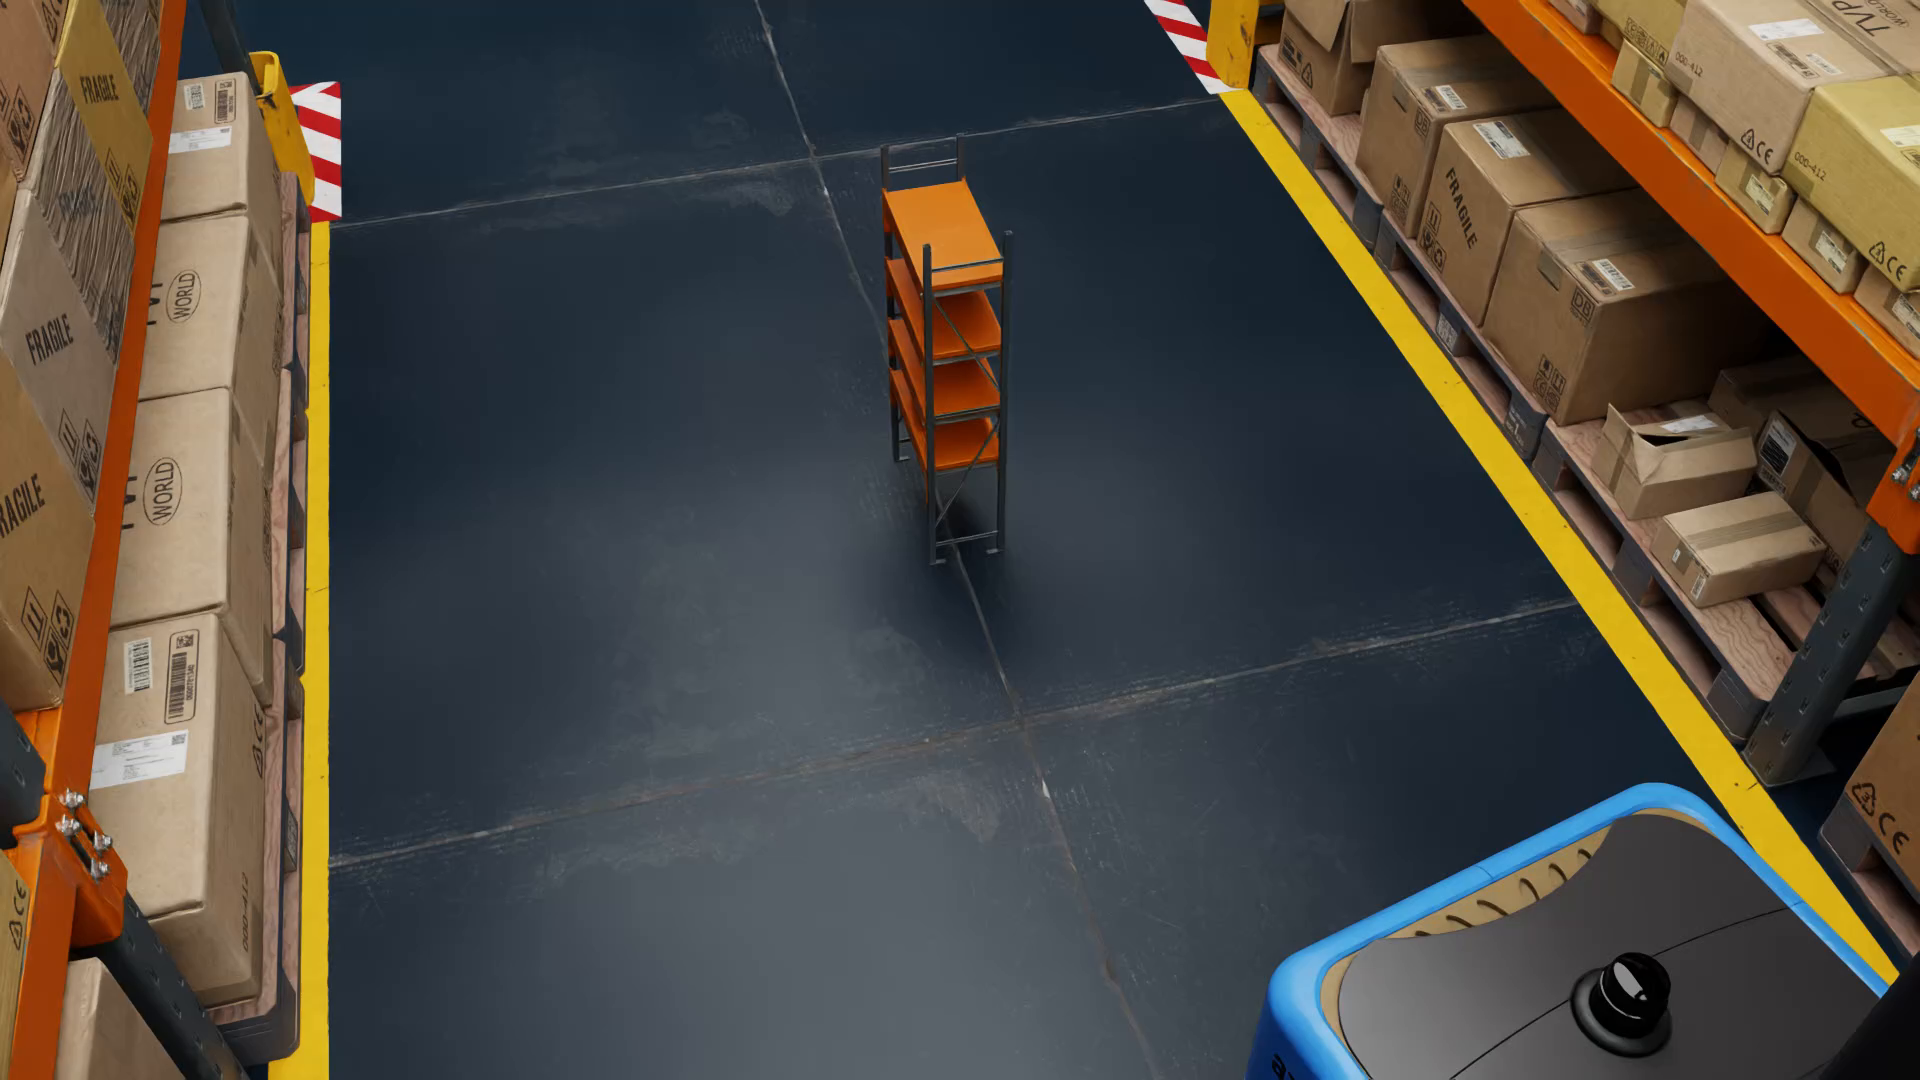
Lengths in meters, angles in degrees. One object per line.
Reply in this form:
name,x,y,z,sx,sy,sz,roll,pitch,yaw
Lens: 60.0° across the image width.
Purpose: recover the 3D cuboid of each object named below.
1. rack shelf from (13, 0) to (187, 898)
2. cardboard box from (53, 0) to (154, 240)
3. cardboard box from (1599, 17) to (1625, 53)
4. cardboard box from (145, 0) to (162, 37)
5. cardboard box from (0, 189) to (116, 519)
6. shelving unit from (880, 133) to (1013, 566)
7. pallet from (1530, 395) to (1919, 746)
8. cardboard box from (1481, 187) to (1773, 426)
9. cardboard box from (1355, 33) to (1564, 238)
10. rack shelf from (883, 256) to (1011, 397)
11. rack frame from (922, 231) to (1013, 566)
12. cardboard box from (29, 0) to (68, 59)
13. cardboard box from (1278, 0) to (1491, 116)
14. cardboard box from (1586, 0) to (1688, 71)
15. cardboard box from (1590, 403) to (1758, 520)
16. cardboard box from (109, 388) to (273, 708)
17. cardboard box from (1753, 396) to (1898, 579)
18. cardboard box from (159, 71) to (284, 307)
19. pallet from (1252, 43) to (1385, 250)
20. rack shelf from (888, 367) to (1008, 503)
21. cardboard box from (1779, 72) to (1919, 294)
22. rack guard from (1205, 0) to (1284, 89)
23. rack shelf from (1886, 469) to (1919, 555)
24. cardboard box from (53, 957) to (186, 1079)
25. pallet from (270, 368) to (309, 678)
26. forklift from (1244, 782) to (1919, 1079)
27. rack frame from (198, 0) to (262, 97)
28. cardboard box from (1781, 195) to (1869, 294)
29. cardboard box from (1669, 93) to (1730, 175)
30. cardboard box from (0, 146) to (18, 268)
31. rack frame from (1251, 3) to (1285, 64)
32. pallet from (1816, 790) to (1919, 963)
rack shelf,-2.627,-0.714,4.354,1.077,0.370,4.000,-11,47,-10
cardboard box,-2.360,-1.041,4.100,0.500,0.500,0.500,-9,46,-9
cardboard box,2.087,-1.488,4.784,0.380,0.149,0.250,-10,46,-10
cardboard box,-2.646,-1.748,4.793,0.500,0.500,0.500,-12,47,-11
cardboard box,-2.107,-0.340,3.413,0.500,0.500,0.500,-10,47,-10
shelving unit,-0.042,-0.534,4.933,0.258,1.200,0.503,-11,47,-10
pallet,2.507,0.006,5.096,1.003,0.211,1.213,-11,47,-10
cardboard box,2.170,-0.776,5.366,0.700,0.500,0.500,-12,47,-12
cardboard box,1.904,-1.492,6.068,0.700,0.500,0.500,-9,46,-9
rack shelf,-0.042,-0.644,4.822,0.258,0.148,0.480,-11,47,-10
rack frame,0.020,-0.366,4.768,0.240,1.200,0.015,-11,47,-10
cardboard box,-2.373,-1.398,3.749,0.500,0.500,0.500,-11,47,-11
cardboard box,1.723,-2.091,6.653,0.797,0.503,0.637,-12,47,-12
cardboard box,2.058,-1.544,4.560,0.500,0.250,0.500,-11,47,-11
cardboard box,2.164,-0.263,5.028,0.396,0.266,0.258,-9,46,-9
cardboard box,-2.402,0.093,4.558,0.875,0.438,0.875,-12,47,-11
cardboard box,2.741,-0.201,4.935,0.500,0.311,0.500,-9,46,-9
cardboard box,-2.874,-1.160,5.786,0.875,0.438,0.875,-12,47,-12
pallet,1.883,-1.678,6.747,1.003,0.211,1.213,-11,47,-10
rack shelf,-0.042,-0.348,5.123,0.258,0.148,0.480,-11,47,-10
cardboard box,2.316,-0.854,3.884,0.500,0.250,0.500,-10,46,-9
rack guard,1.678,-2.330,7.183,1.175,0.500,0.348,-11,47,-10
rack shelf,3.194,1.137,2.539,1.077,0.370,4.000,-11,47,-10
cardboard box,-1.879,1.425,2.947,0.875,0.875,0.875,-9,46,-9
pallet,-2.550,0.007,5.095,1.003,0.211,1.213,-11,47,-10
forklift,1.662,1.280,1.944,1.130,2.935,3.031,-20,49,-19
rack frame,-3.139,-2.347,5.450,1.000,3.000,0.127,-11,47,-10
cardboard box,2.269,-0.757,4.068,0.380,0.149,0.250,-10,46,-9
cardboard box,2.138,-1.118,4.422,0.380,0.149,0.250,-10,46,-9
cardboard box,-2.126,-0.693,3.059,0.500,0.500,0.500,-11,47,-11
rack frame,1.658,-3.257,6.342,1.000,3.000,0.127,-11,47,-10
pallet,2.927,1.035,4.088,1.003,0.211,1.213,-11,47,-10
